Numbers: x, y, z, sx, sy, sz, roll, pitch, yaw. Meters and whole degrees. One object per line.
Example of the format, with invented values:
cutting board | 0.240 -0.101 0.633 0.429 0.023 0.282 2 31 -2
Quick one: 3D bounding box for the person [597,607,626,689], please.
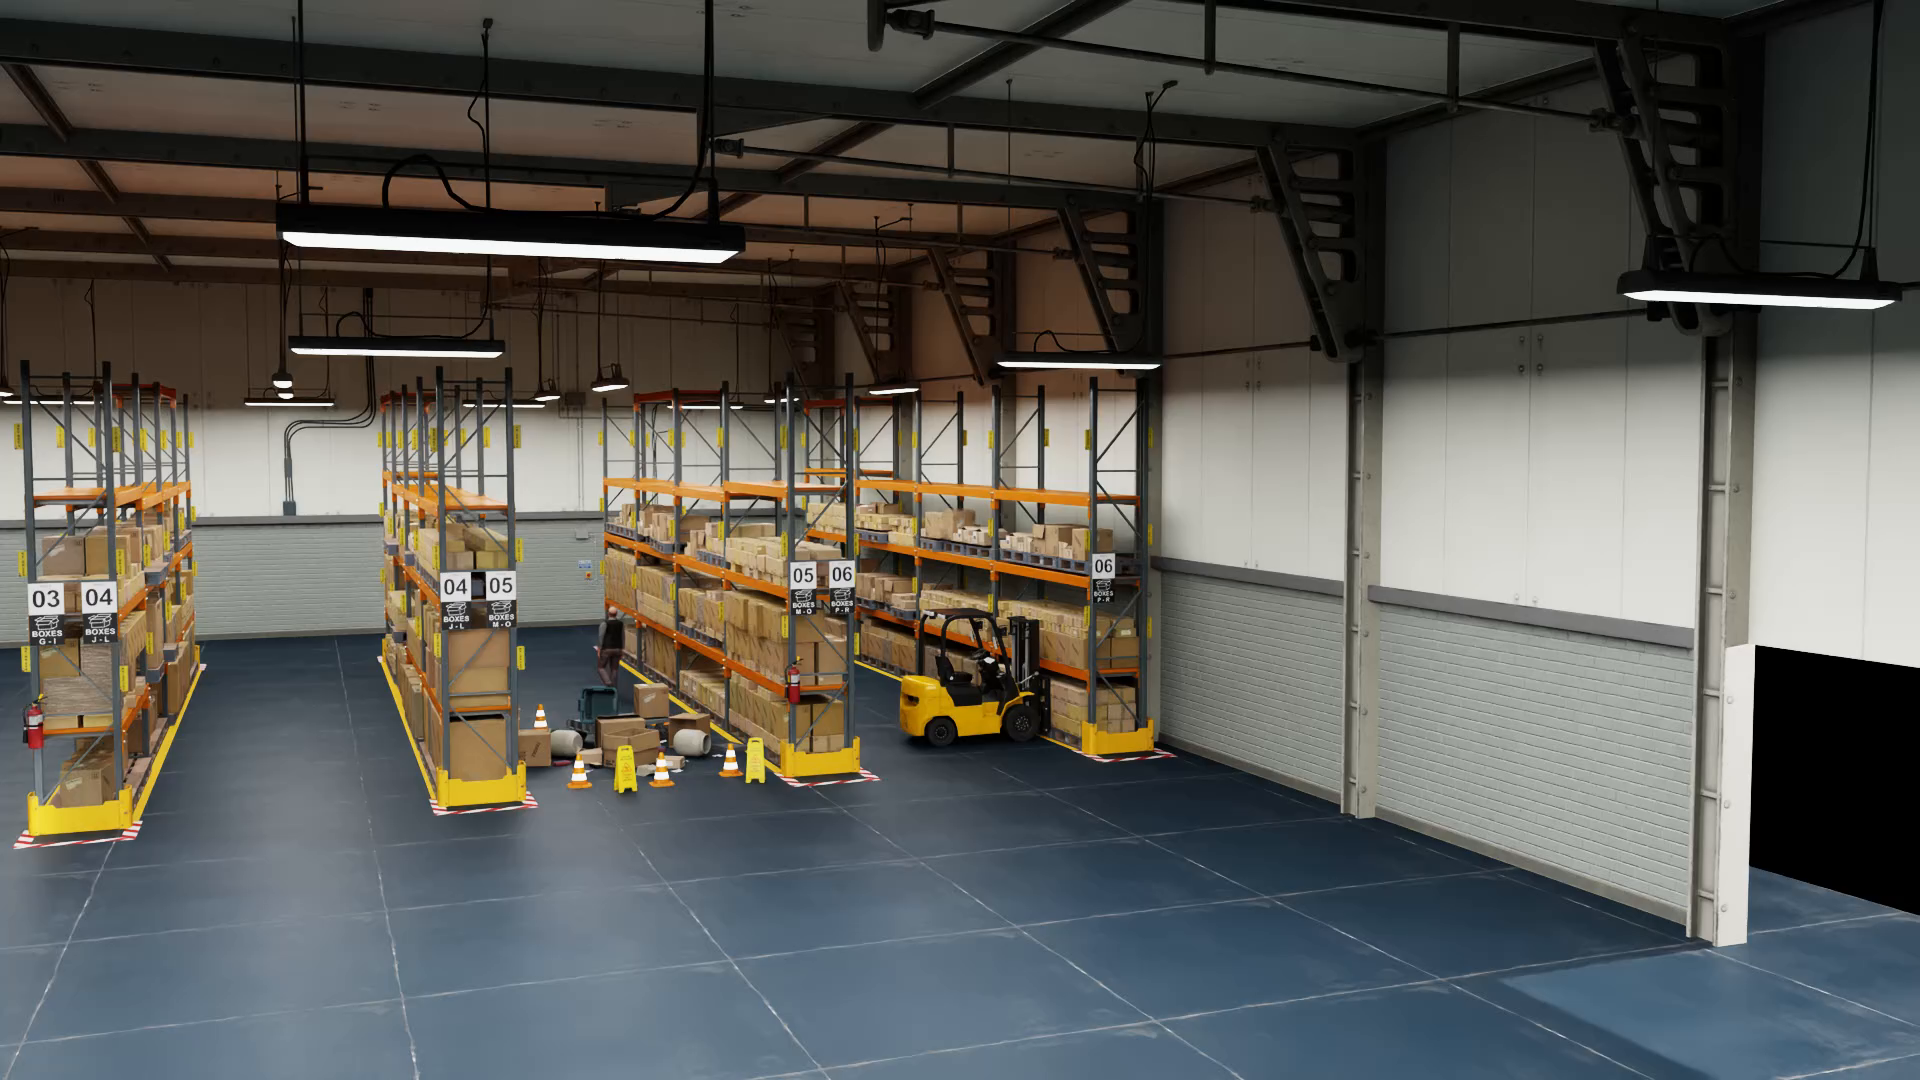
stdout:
person | -6.811 2.180 32.551 0.570 1.712 0.464 -2 4 -31
